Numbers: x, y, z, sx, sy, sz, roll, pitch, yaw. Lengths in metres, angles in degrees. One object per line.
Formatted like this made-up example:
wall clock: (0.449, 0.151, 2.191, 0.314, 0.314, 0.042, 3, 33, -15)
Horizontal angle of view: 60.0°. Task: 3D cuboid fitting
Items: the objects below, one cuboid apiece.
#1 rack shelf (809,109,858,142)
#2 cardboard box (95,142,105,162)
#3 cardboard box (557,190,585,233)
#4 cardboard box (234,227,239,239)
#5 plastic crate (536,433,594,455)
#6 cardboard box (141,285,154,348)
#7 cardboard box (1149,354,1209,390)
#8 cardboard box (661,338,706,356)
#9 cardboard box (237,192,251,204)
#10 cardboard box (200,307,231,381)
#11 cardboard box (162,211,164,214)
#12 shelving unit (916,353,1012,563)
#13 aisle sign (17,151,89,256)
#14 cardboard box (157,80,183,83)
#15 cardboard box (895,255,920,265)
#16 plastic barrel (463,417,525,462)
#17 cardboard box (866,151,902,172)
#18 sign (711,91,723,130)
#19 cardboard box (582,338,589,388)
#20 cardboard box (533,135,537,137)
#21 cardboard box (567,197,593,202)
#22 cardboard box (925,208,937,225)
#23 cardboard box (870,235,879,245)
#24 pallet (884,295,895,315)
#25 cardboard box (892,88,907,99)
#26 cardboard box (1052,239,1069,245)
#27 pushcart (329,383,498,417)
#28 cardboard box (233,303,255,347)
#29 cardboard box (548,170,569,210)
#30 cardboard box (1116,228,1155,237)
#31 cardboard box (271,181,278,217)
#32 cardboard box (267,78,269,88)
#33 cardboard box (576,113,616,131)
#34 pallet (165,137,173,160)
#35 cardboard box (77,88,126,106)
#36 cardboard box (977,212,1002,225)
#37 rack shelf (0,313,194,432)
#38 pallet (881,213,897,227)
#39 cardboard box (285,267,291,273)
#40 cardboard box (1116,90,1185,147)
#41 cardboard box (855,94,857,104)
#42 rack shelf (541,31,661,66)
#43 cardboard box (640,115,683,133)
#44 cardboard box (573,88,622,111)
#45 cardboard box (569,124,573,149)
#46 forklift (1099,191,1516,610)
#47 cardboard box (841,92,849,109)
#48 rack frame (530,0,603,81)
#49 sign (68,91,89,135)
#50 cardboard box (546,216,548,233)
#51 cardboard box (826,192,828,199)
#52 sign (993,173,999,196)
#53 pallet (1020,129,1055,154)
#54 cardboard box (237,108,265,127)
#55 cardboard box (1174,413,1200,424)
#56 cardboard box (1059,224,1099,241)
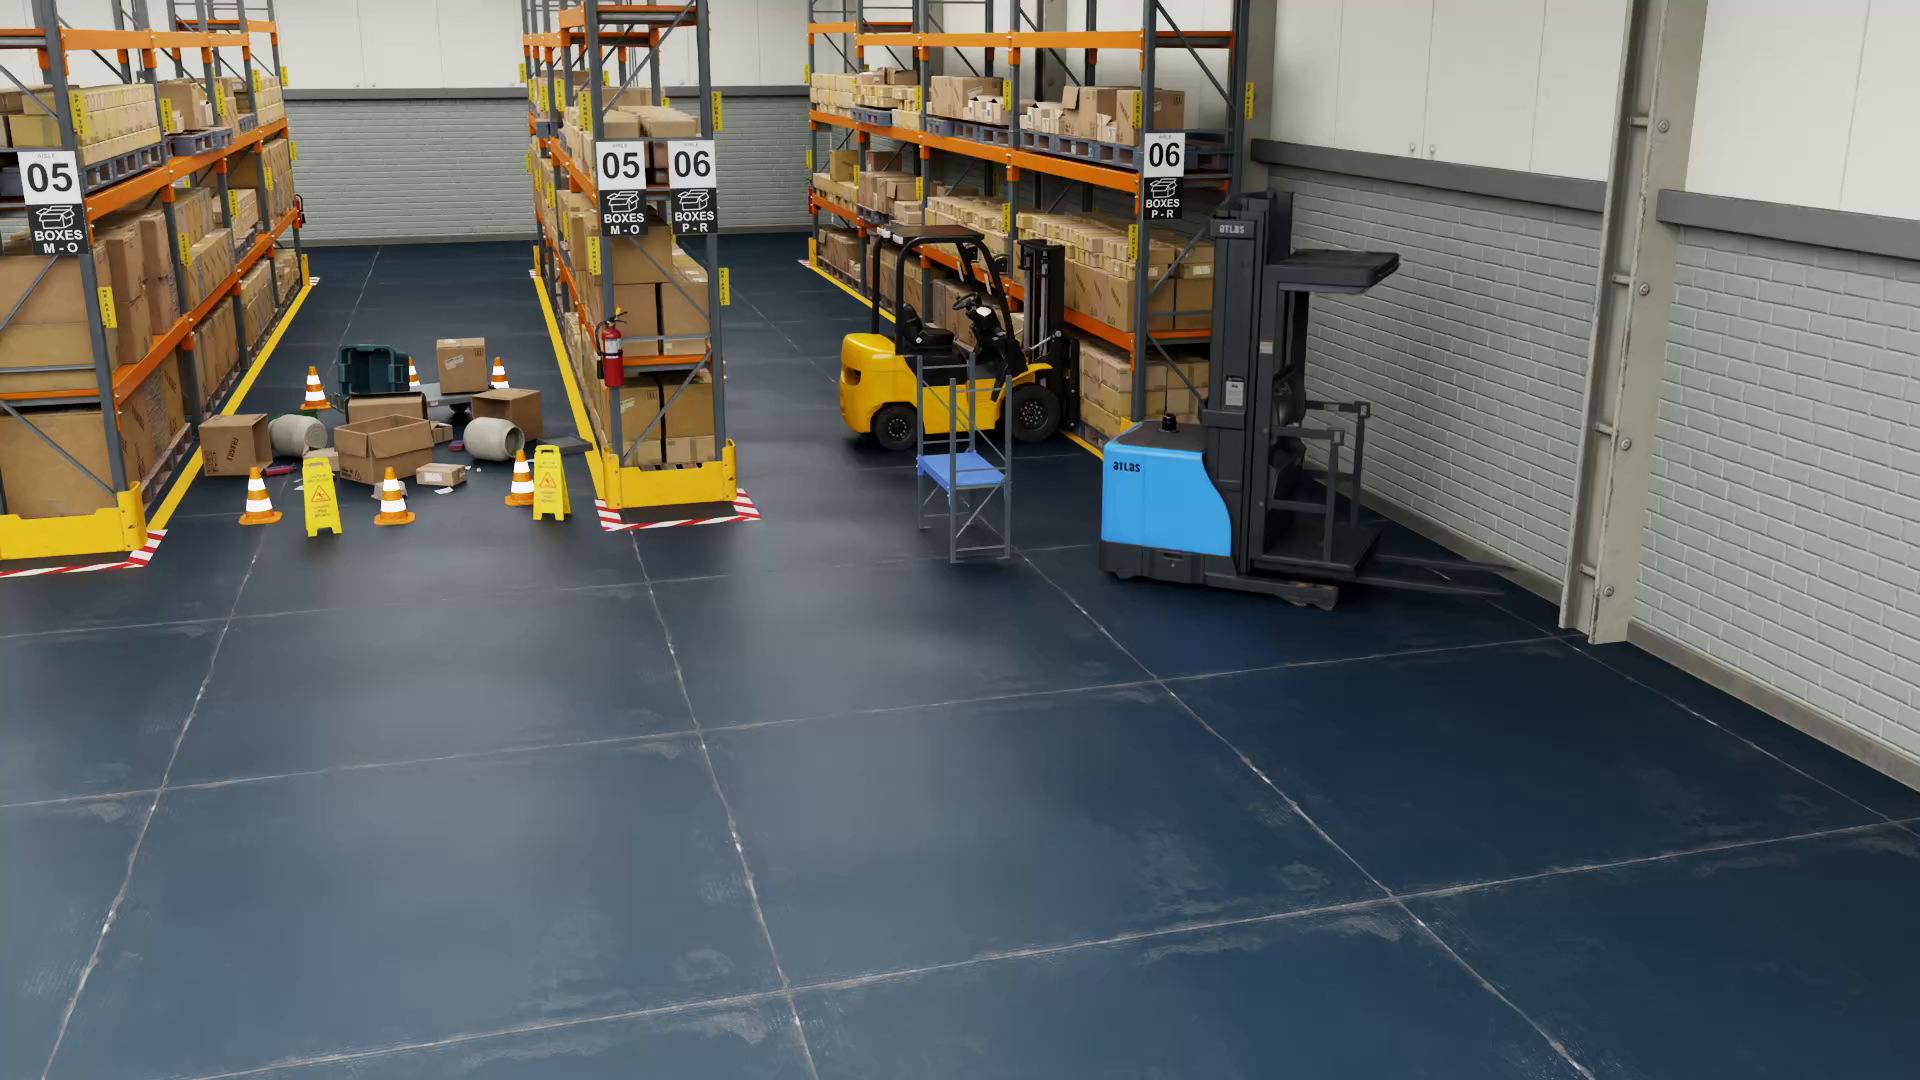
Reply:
rack shelf: (-1.689, -7.140, 28.543, 1.077, 0.370, 4.000, -5, 17, -15)
cardboard box: (-7.270, -3.188, 13.668, 0.380, 0.149, 0.250, -5, 17, -15)
cardboard box: (-4.910, -4.243, 21.443, 0.500, 0.500, 0.500, -5, 17, -17)
cardboard box: (-9.696, -4.019, 21.824, 0.380, 0.149, 0.250, -4, 17, -13)
plastic crate: (-4.069, -0.991, 17.111, 0.402, 0.080, 0.583, -12, 20, -34)
cardboard box: (-7.881, -1.992, 15.108, 0.875, 0.550, 0.500, -5, 17, -15)
cardboard box: (2.208, -1.686, 16.663, 0.500, 0.250, 0.500, -5, 17, -16)
cardboard box: (-2.507, -1.772, 15.073, 0.380, 0.149, 0.250, -5, 17, -15)
cardboard box: (-10.201, -4.806, 23.410, 0.380, 0.149, 0.250, -5, 18, -17)
cardboard box: (-9.219, -2.282, 19.515, 1.050, 0.750, 0.750, -4, 17, -14)
cardboard box: (-8.586, -3.132, 17.254, 0.700, 0.500, 0.500, -5, 17, -16)
shelving unit: (0.023, -0.695, 13.658, 0.538, 1.500, 1.048, -5, 17, -15)
aisle sign: (-7.037, -2.611, 12.913, 0.394, 0.787, 0.004, -5, 17, -15)
cardboard box: (-10.277, -5.872, 21.567, 0.396, 0.266, 0.258, -5, 17, -15)
cardboard box: (-0.775, -4.260, 25.408, 0.380, 0.149, 0.250, -5, 17, -15)
plastic barrel: (-4.636, -0.999, 16.543, 0.512, 0.421, 0.421, 7, 18, 23)
cardboard box: (-1.293, -6.357, 28.341, 0.500, 0.500, 0.500, -5, 17, -17)
sign: (-2.091, -3.680, 14.255, 0.100, 0.325, 0.005, -5, 17, -15)
cardboard box: (-3.810, -1.947, 17.965, 0.500, 0.500, 0.500, -4, 17, -13)
cardboard box: (-7.179, -6.925, 28.751, 0.380, 0.149, 0.250, -4, 17, -14)
cardboard box: (-3.680, -3.275, 17.213, 0.700, 0.500, 0.500, -5, 17, -15)
cardboard box: (-0.177, -4.411, 22.816, 0.500, 0.250, 0.500, -5, 17, -15)
cardboard box: (-1.238, -4.836, 26.808, 0.380, 0.149, 0.250, -5, 17, -16)
pallet: (-0.540, -3.599, 25.566, 1.003, 0.211, 1.213, -5, 17, -15)
cardboard box: (-0.776, -6.517, 24.269, 0.380, 0.149, 0.250, -5, 17, -15)
cardboard box: (1.218, -3.175, 18.006, 0.380, 0.149, 0.250, -5, 18, -17)
pushcart: (-5.891, -1.438, 18.084, 1.648, 0.377, 0.936, -12, 20, -34)
cardboard box: (-9.492, -2.795, 21.658, 0.500, 0.500, 0.500, -5, 18, -18)
cardboard box: (-5.354, -4.785, 22.755, 0.500, 0.500, 0.500, -4, 17, -14)
cardboard box: (1.874, -3.216, 17.626, 0.380, 0.149, 0.250, -5, 17, -15)
cardboard box: (-10.679, -5.165, 25.242, 0.500, 0.500, 0.500, -5, 17, -15)
cardboard box: (-11.046, -7.158, 26.051, 0.380, 0.149, 0.250, -4, 17, -14)
cardboard box: (-3.444, -3.971, 15.796, 0.380, 0.149, 0.250, -4, 17, -14)
pallet: (-8.743, -4.063, 17.384, 0.805, 0.209, 1.217, -5, 18, -17)
cardboard box: (-7.619, -3.920, 14.720, 0.380, 0.149, 0.250, -4, 17, -15)
cardboard box: (0.435, -3.998, 20.748, 0.380, 0.149, 0.250, -5, 17, -17)
rack shelf: (-7.894, -1.571, 15.218, 1.077, 0.370, 4.000, -5, 17, -15)
pallet: (-0.579, -4.834, 25.163, 1.003, 0.211, 1.213, -5, 17, -15)
cardboard box: (-10.970, -4.285, 26.710, 0.380, 0.149, 0.250, -4, 17, -12)
cardboard box: (1.803, -4.012, 15.802, 0.500, 0.500, 0.500, -4, 17, -13)
cardboard box: (-1.440, -6.946, 26.179, 0.380, 0.149, 0.250, -4, 17, -14)
rack shelf: (-4.262, -5.778, 19.492, 1.077, 0.370, 4.000, -5, 17, -15)
cardboard box: (-2.766, -3.873, 15.468, 0.380, 0.149, 0.250, -5, 17, -16)
cardboard box: (-3.994, -4.844, 18.310, 0.500, 0.250, 0.500, -4, 17, -14)
cardboard box: (-3.704, -4.110, 16.950, 0.500, 0.250, 0.500, -5, 17, -16)
forklift: (2.645, -1.064, 12.398, 3.031, 2.935, 1.130, 7, 18, 23)
cardboard box: (-1.666, -7.258, 27.431, 0.500, 0.250, 0.500, -5, 18, -17)
rack frame: (-5.911, -7.974, 24.856, 1.000, 3.000, 0.127, -5, 17, -15)
sign: (-6.809, -3.298, 12.845, 0.100, 0.325, 0.005, -5, 17, -15)
cardboard box: (-5.774, -4.600, 24.314, 0.500, 0.250, 0.500, -5, 17, -16)
cardboard box: (-2.181, -6.156, 29.670, 0.380, 0.149, 0.250, -4, 17, -14)
sign: (0.493, -4.987, 23.328, 0.100, 0.325, 0.005, -5, 17, -15)
pallet: (1.319, -4.442, 18.465, 1.003, 0.211, 1.213, -5, 17, -15)
cardboard box: (-10.516, -6.195, 24.409, 0.500, 0.250, 0.500, -4, 17, -12)
cardboard box: (2.212, -1.211, 16.818, 0.500, 0.250, 0.500, -5, 17, -15)
cardboard box: (1.292, -3.321, 17.975, 0.380, 0.149, 0.250, -5, 17, -15)
